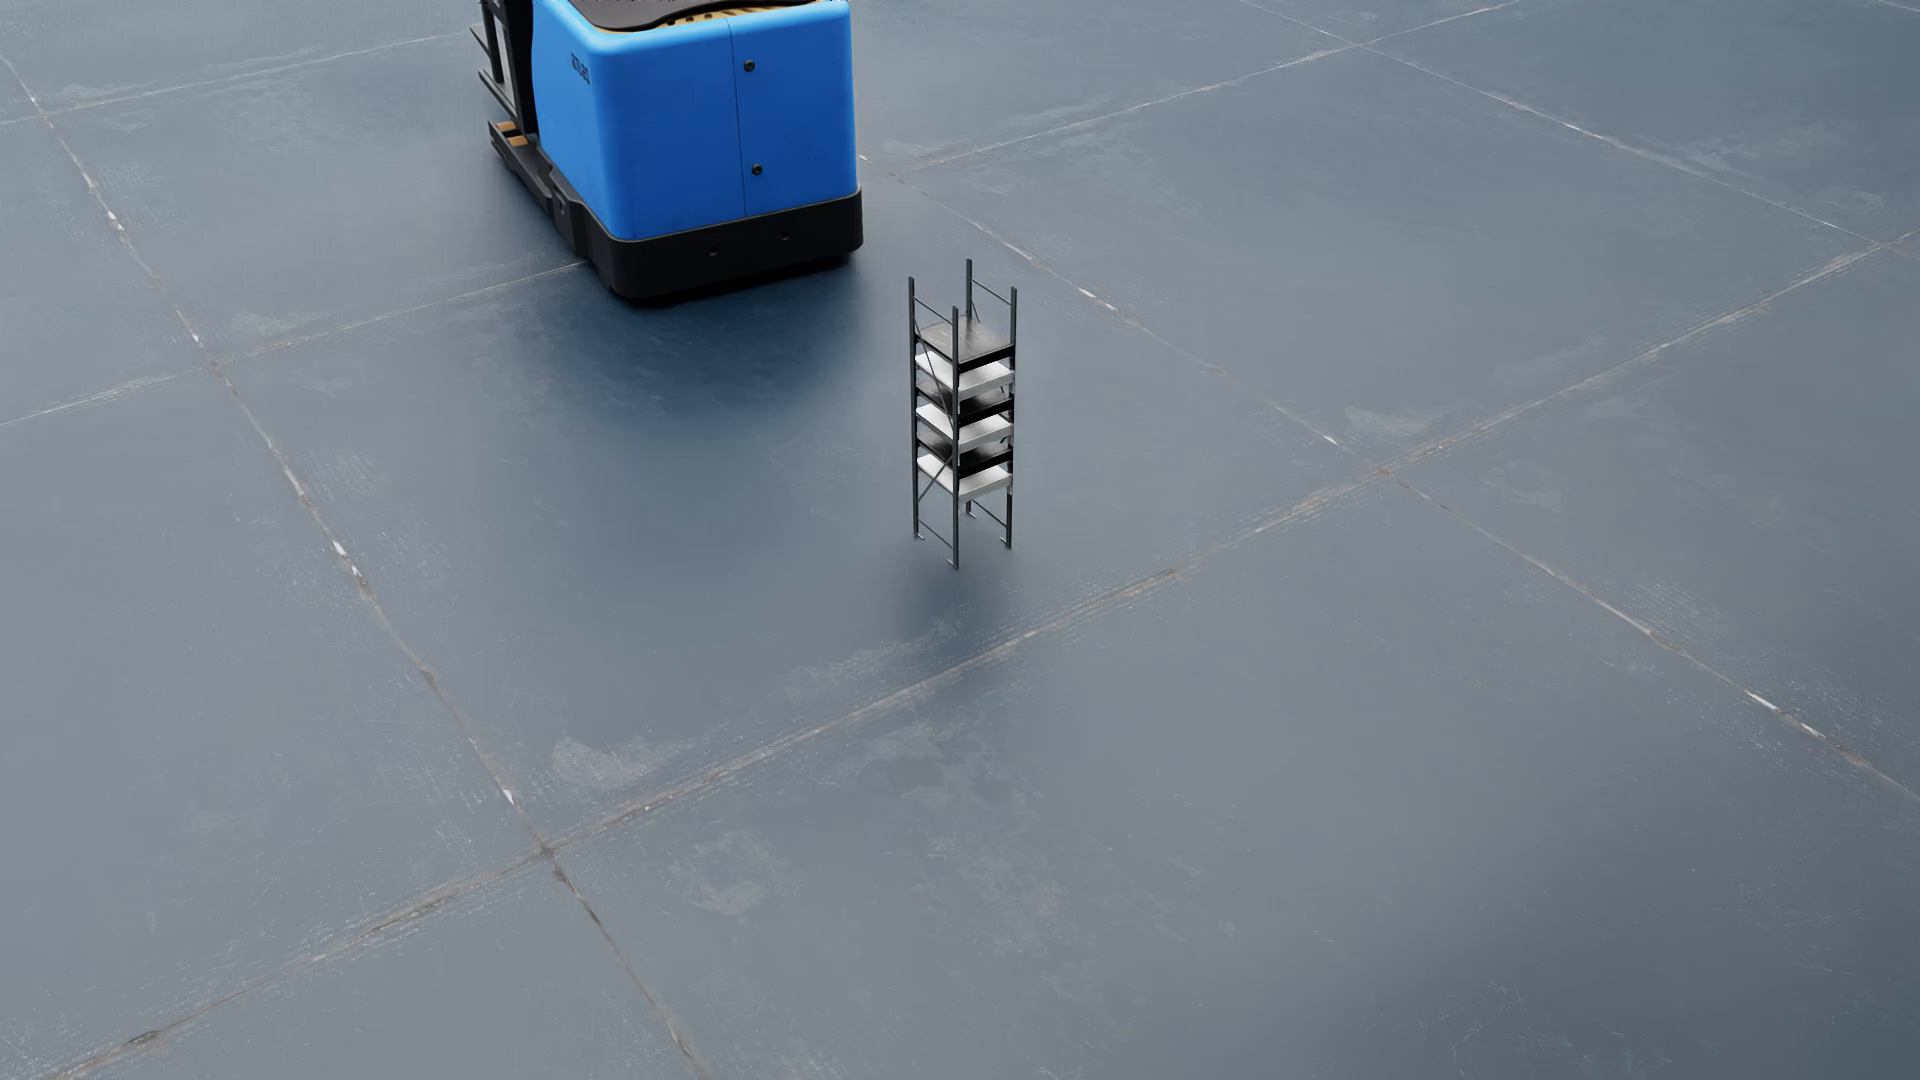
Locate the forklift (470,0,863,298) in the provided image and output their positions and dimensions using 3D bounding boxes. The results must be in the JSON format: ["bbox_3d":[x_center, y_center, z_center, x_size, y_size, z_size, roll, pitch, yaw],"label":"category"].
[{"bbox_3d":[-1.523,-2.968,6.867,1.130,2.935,3.031,-17,39,-22],"label":"forklift"}]

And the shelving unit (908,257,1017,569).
[{"bbox_3d":[0.007,-0.368,4.991,0.210,0.900,0.258,-22,41,-28],"label":"shelving unit"}]

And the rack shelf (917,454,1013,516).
[{"bbox_3d":[0.007,-0.195,5.116,0.200,0.077,0.258,-22,41,-28],"label":"rack shelf"}]

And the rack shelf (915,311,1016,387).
[{"bbox_3d":[0.007,-0.560,4.853,0.200,0.077,0.258,-22,41,-28],"label":"rack shelf"}]

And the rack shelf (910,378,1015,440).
[{"bbox_3d":[0.007,-0.414,4.958,0.200,0.077,0.258,-22,41,-28],"label":"rack shelf"}]

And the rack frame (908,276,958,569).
[{"bbox_3d":[-0.076,-0.334,4.943,0.006,0.900,0.240,-22,41,-28],"label":"rack frame"}]

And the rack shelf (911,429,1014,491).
[{"bbox_3d":[0.007,-0.268,5.063,0.200,0.077,0.258,-22,41,-28],"label":"rack shelf"}]

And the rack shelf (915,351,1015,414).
[{"bbox_3d":[0.007,-0.487,4.905,0.200,0.077,0.258,-22,41,-28],"label":"rack shelf"}]

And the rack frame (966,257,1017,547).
[{"bbox_3d":[0.090,-0.402,5.039,0.006,0.900,0.240,-22,41,-28],"label":"rack frame"}]

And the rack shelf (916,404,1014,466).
[{"bbox_3d":[0.007,-0.341,5.011,0.200,0.077,0.258,-22,41,-28],"label":"rack shelf"}]
